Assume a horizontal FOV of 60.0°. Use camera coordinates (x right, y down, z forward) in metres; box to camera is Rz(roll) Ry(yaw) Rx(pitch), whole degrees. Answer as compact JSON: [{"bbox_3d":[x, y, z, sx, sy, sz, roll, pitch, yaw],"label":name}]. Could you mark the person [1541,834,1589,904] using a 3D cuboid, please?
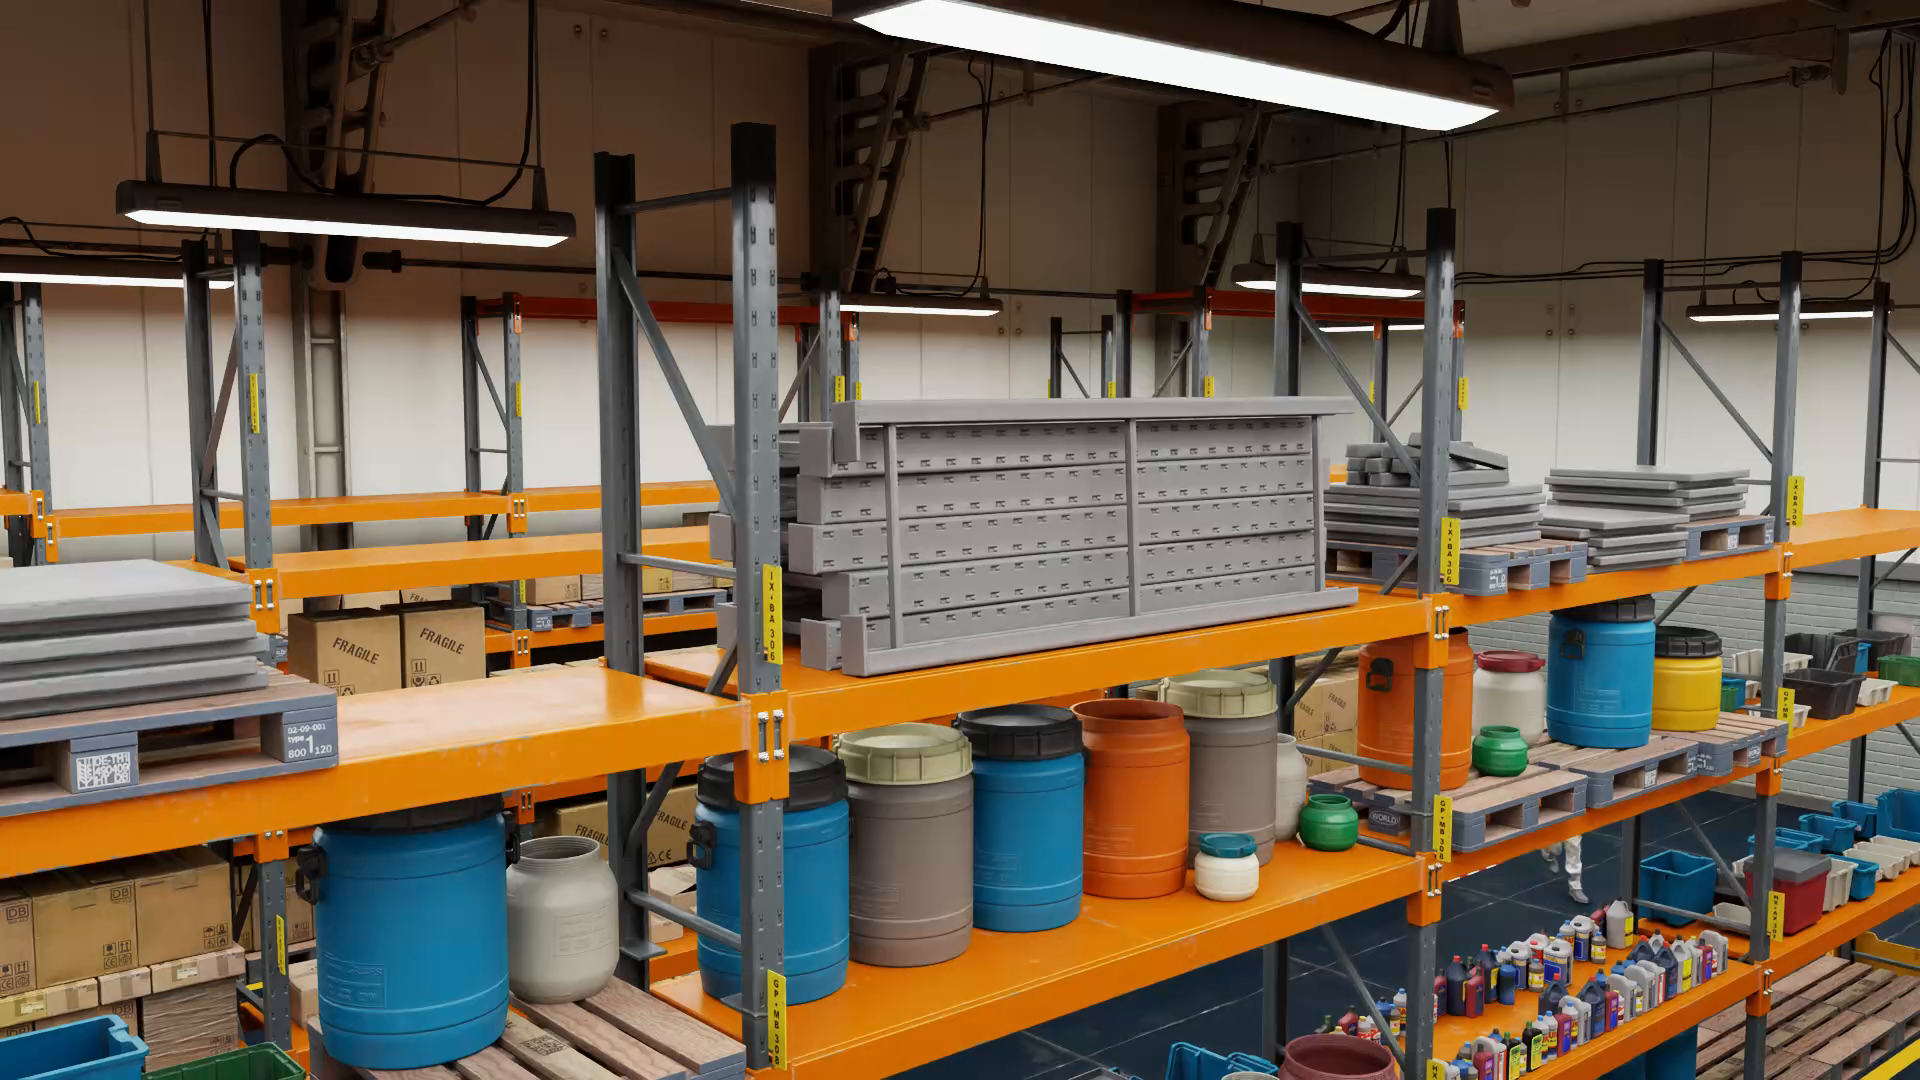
[{"bbox_3d":[5.968,2.711,16.816,0.719,1.758,0.855,0,5,-2],"label":"person"}]
